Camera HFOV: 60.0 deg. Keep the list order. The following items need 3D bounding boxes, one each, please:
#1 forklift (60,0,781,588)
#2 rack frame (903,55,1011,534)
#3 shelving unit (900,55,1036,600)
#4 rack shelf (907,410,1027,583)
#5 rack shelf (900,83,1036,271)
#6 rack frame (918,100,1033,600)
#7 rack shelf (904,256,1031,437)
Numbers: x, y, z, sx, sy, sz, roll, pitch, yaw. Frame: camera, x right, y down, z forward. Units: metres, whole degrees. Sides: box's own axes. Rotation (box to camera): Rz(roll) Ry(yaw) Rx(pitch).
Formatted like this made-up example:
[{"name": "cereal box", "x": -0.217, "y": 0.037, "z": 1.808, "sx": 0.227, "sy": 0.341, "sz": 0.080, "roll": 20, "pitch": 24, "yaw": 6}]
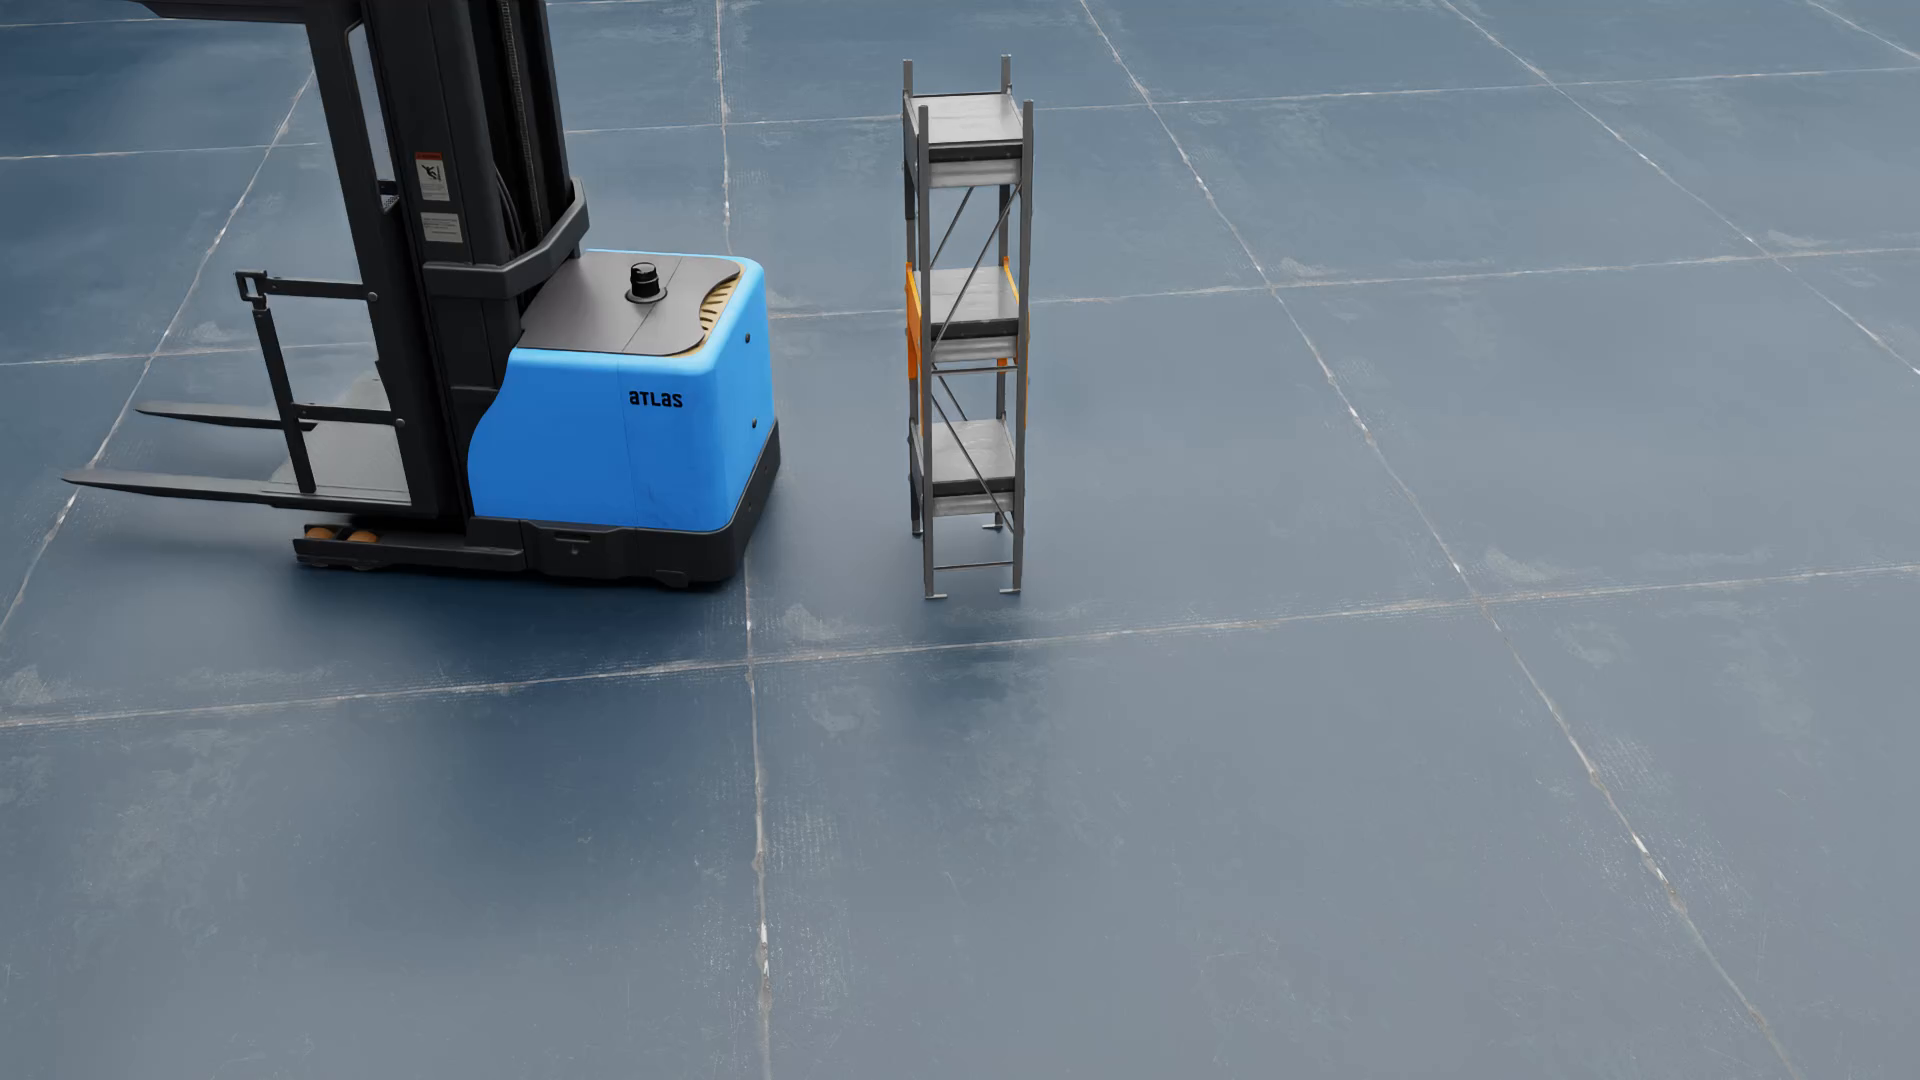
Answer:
[{"name": "forklift", "x": -2.380, "y": -1.372, "z": 6.661, "sx": 3.031, "sy": 2.935, "sz": 1.130, "roll": 4, "pitch": 34, "yaw": 6}, {"name": "rack frame", "x": -0.011, "y": -0.911, "z": 6.723, "sx": 0.400, "sy": 2.100, "sz": 0.015, "roll": -4, "pitch": 35, "yaw": -6}, {"name": "shelving unit", "x": 0.022, "y": -0.775, "z": 6.523, "sx": 0.431, "sy": 2.100, "sz": 0.503, "roll": -4, "pitch": 35, "yaw": -6}, {"name": "rack shelf", "x": 0.022, "y": -0.186, "z": 6.925, "sx": 0.431, "sy": 0.518, "sz": 0.480, "roll": -4, "pitch": 35, "yaw": -6}, {"name": "rack shelf", "x": 0.022, "y": -1.342, "z": 6.137, "sx": 0.431, "sy": 0.518, "sz": 0.480, "roll": -4, "pitch": 35, "yaw": -6}, {"name": "rack frame", "x": 0.055, "y": -0.639, "z": 6.323, "sx": 0.400, "sy": 2.100, "sz": 0.015, "roll": -4, "pitch": 35, "yaw": -6}, {"name": "rack shelf", "x": 0.022, "y": -0.764, "z": 6.531, "sx": 0.431, "sy": 0.518, "sz": 0.480, "roll": -4, "pitch": 35, "yaw": -6}]
